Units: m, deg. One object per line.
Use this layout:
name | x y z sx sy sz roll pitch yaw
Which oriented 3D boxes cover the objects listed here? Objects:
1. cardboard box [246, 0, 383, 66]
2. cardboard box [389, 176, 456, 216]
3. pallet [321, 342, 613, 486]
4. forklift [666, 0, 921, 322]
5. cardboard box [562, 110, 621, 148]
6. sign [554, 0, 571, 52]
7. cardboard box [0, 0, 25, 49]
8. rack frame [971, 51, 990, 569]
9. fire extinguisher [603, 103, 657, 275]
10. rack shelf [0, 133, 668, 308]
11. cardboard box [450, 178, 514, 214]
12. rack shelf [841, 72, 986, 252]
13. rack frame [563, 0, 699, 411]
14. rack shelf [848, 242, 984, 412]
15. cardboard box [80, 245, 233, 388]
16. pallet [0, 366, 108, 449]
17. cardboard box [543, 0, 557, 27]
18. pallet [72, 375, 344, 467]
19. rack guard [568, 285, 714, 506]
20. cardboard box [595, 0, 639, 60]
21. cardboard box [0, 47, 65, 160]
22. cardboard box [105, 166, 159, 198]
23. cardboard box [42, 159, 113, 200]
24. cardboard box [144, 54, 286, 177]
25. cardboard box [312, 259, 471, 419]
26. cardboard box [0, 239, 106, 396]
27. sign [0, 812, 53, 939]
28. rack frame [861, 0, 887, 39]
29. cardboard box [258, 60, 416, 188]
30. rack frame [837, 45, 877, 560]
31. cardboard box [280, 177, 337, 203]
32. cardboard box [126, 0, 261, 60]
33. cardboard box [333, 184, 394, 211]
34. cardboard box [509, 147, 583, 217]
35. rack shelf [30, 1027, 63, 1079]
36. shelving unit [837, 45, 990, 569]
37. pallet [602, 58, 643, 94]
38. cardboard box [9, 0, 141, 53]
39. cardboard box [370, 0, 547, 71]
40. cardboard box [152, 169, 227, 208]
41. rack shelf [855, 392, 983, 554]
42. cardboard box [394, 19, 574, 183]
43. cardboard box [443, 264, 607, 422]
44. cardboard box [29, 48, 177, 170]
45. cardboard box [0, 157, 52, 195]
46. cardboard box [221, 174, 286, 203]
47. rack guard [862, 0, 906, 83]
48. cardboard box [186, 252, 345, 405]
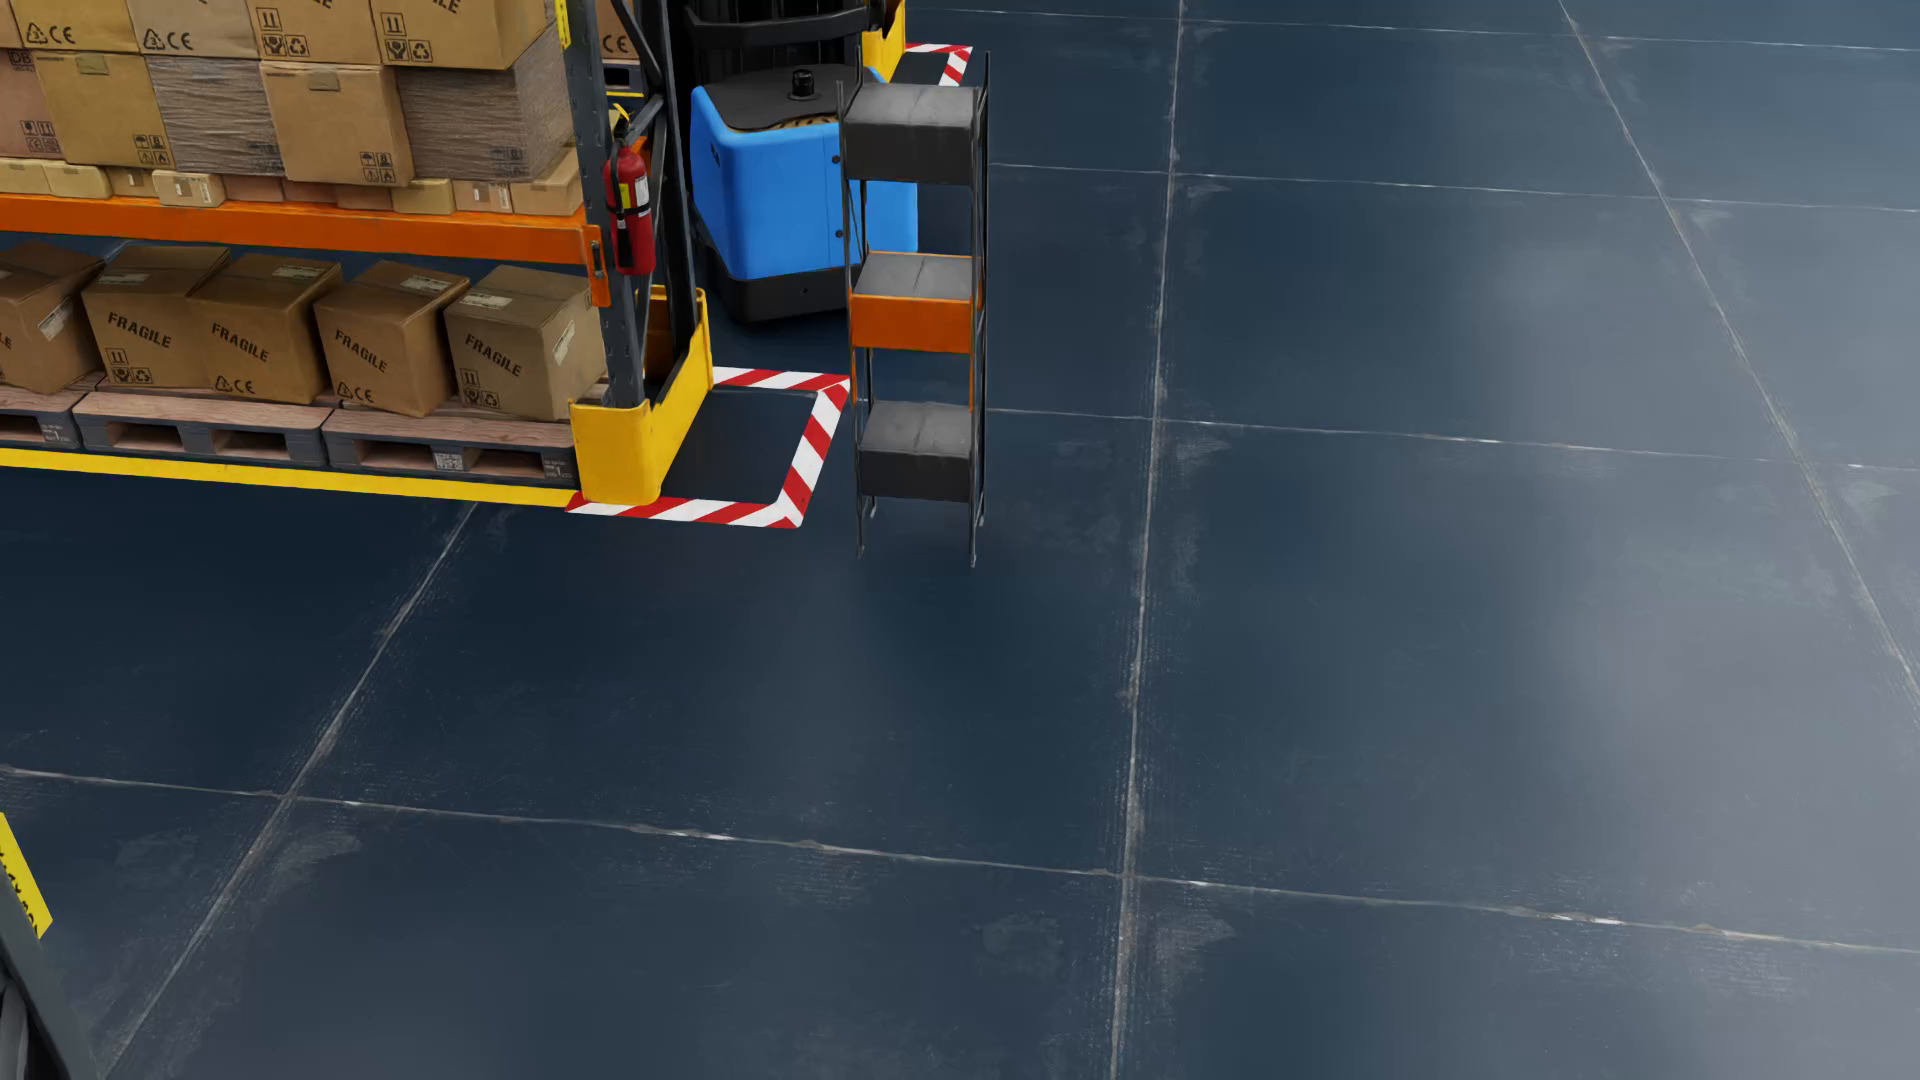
cardboard box | -2.471 -2.213 6.566 0.500 0.500 0.500 4 36 6
cardboard box | -2.209 -1.520 7.014 0.250 0.149 0.380 4 36 6
pallet | -2.274 -0.663 7.998 1.213 0.211 1.003 4 36 6
forklift | -1.160 -3.191 9.199 1.130 2.935 3.031 -11 37 -15
cardboard box | -1.650 -1.768 7.362 0.250 0.149 0.380 4 36 6
sign | -1.488 -1.994 6.193 0.005 0.325 0.100 4 36 6
cardboard box | -3.959 -2.324 6.721 0.500 0.500 0.500 4 36 6
rack frame | 0.078 -0.849 6.632 0.015 2.100 0.400 4 36 6
fire extinguisher | -1.342 -1.407 6.706 0.183 0.674 0.296 4 36 6
rack shelf | -3.381 -1.567 7.483 4.000 0.370 1.077 4 36 6
cardboard box | -1.954 -1.531 7.029 0.250 0.149 0.380 4 36 6
rack shelf | -0.164 -1.426 6.258 0.480 0.518 0.431 4 36 6
rack frame | -1.397 -1.712 7.067 0.127 3.000 1.000 4 36 6
rack shelf | -0.164 -0.856 6.665 0.480 0.518 0.431 4 36 6
cardboard box | -3.778 -1.070 7.958 0.500 0.500 0.500 1 36 2
pallet | -4.694 -0.844 8.251 1.213 0.211 1.003 4 36 6
cardboard box | -1.908 -2.479 6.938 0.500 0.500 0.500 4 36 6
pallet | -3.481 -0.755 8.126 1.213 0.211 1.003 4 36 6
rack guard | -1.473 -0.700 7.801 0.348 0.500 1.175 4 36 6
cardboard box | -2.219 -3.945 11.663 0.875 0.875 0.875 4 36 5
cardboard box | -3.926 -2.065 7.219 0.500 0.500 0.875 4 36 6
cardboard box | -3.446 -1.621 7.156 0.250 0.149 0.380 4 36 6
cardboard box | -3.700 -1.613 7.145 0.250 0.149 0.380 4 36 6
cardboard box | -2.941 -1.960 7.072 0.500 0.500 0.875 4 36 6
cardboard box | -2.612 -0.946 7.784 0.500 0.500 0.500 14 38 18
cardboard box | -4.404 -1.071 7.959 0.500 0.500 0.500 16 38 21
sign | -1.954 0.712 3.432 0.005 0.325 0.100 4 36 6
rack frame | -0.665 -4.563 11.061 0.127 3.000 1.000 4 36 6
cardboard box | -2.450 -1.898 6.986 0.500 0.500 0.875 4 36 6
rack frame | -0.406 -0.885 6.683 0.015 2.100 0.400 4 36 6
cardboard box | -2.697 -1.590 7.111 0.250 0.149 0.380 4 36 6
cardboard box | -2.967 -2.251 6.620 0.500 0.500 0.500 4 36 6
cardboard box | -2.455 -1.547 7.052 0.250 0.149 0.380 4 36 6
cardboard box | -1.706 -1.512 7.003 0.250 0.149 0.380 4 36 6
rack shelf | -4.012 1.286 3.485 4.000 0.370 1.077 4 36 6
shelving unit | -0.164 -0.867 6.657 0.503 2.100 0.431 4 36 6
pallet | -2.675 -3.533 12.019 1.213 0.211 1.003 4 36 6
cardboard box | -3.461 -2.293 6.678 0.500 0.500 0.500 4 36 6
cardboard box | -1.974 -2.179 6.519 0.500 0.500 0.500 4 36 6
cardboard box | -3.207 -1.563 7.074 0.250 0.149 0.380 4 36 6
rack shelf | -0.164 -0.286 7.072 0.480 0.518 0.431 4 36 6
cardboard box | -1.939 -1.930 7.031 0.500 0.500 0.875 4 36 6
cardboard box | -2.014 -0.922 7.749 0.500 0.500 0.500 11 37 15
cardboard box | -3.435 -2.004 7.134 0.500 0.500 0.875 4 36 6
cardboard box | -3.947 -1.638 7.180 0.250 0.149 0.380 4 36 6
cardboard box | -2.948 -1.595 7.119 0.250 0.149 0.380 4 36 6
rack guard | -0.641 -3.543 11.785 0.348 0.500 1.175 4 36 6
cardboard box | -3.230 -1.003 7.864 0.500 0.500 0.500 7 36 10
